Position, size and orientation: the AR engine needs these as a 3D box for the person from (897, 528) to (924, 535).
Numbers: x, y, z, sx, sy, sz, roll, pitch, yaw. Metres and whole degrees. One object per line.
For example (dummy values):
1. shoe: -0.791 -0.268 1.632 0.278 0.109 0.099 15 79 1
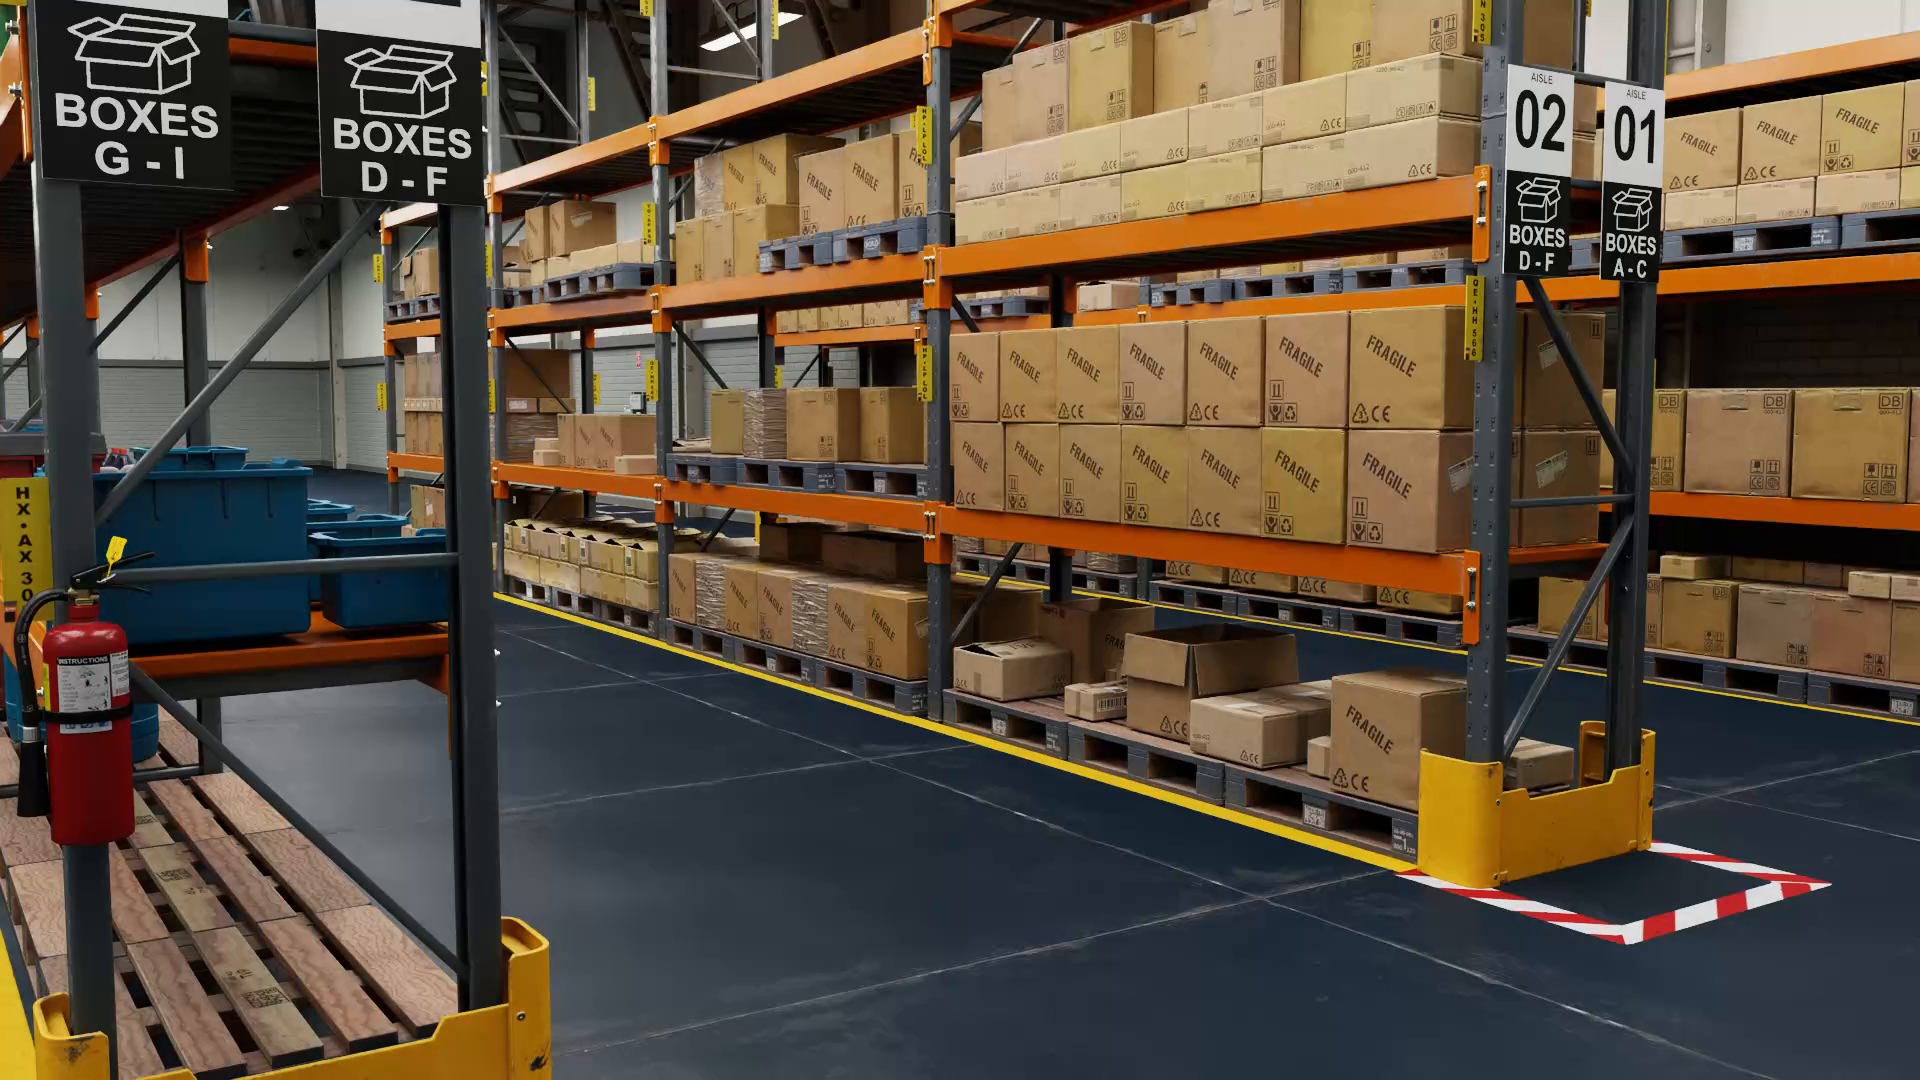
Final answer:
1. person: -0.326 -0.179 15.182 0.563 1.667 0.463 -4 6 -36
